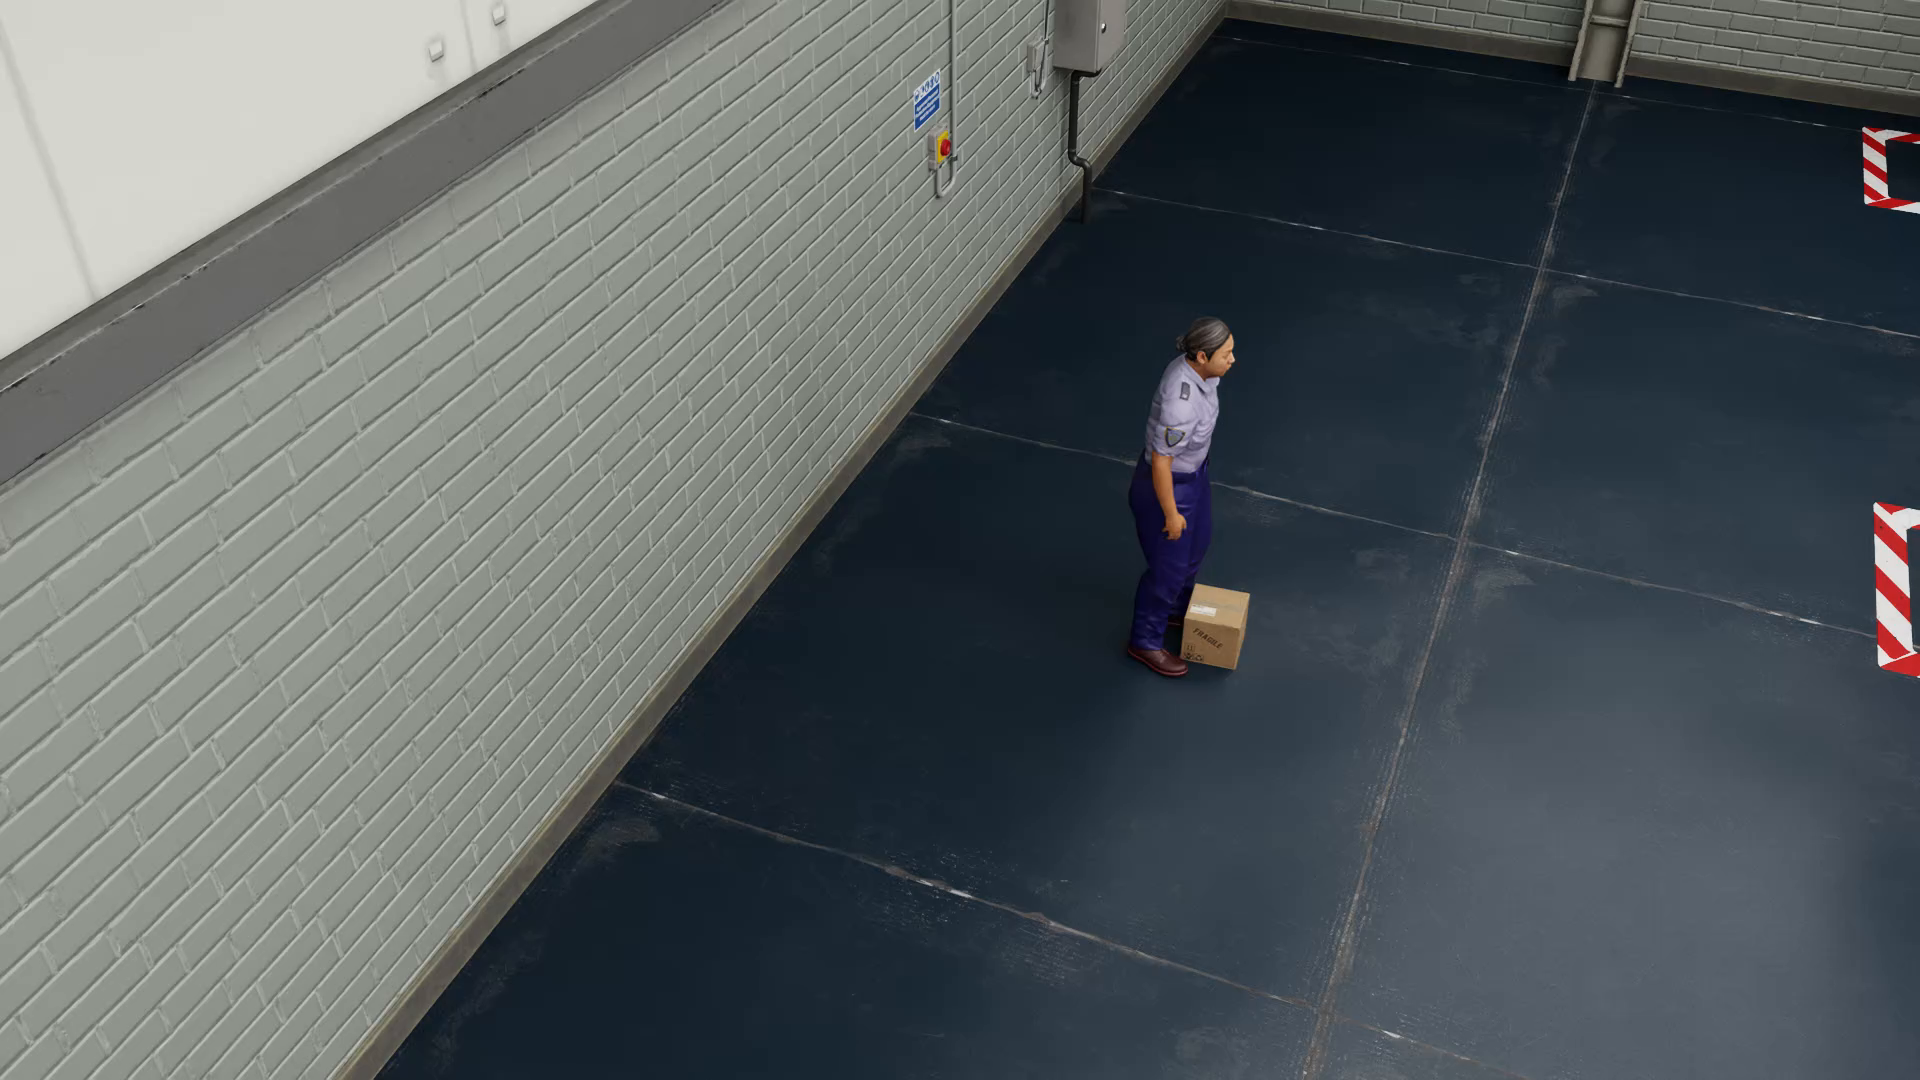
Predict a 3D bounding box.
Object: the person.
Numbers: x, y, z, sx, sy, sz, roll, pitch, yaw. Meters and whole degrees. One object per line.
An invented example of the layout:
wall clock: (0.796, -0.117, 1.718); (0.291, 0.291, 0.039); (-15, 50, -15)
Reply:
person: (0.949, -0.217, 7.104); (0.416, 1.652, 0.555); (13, 40, 16)
